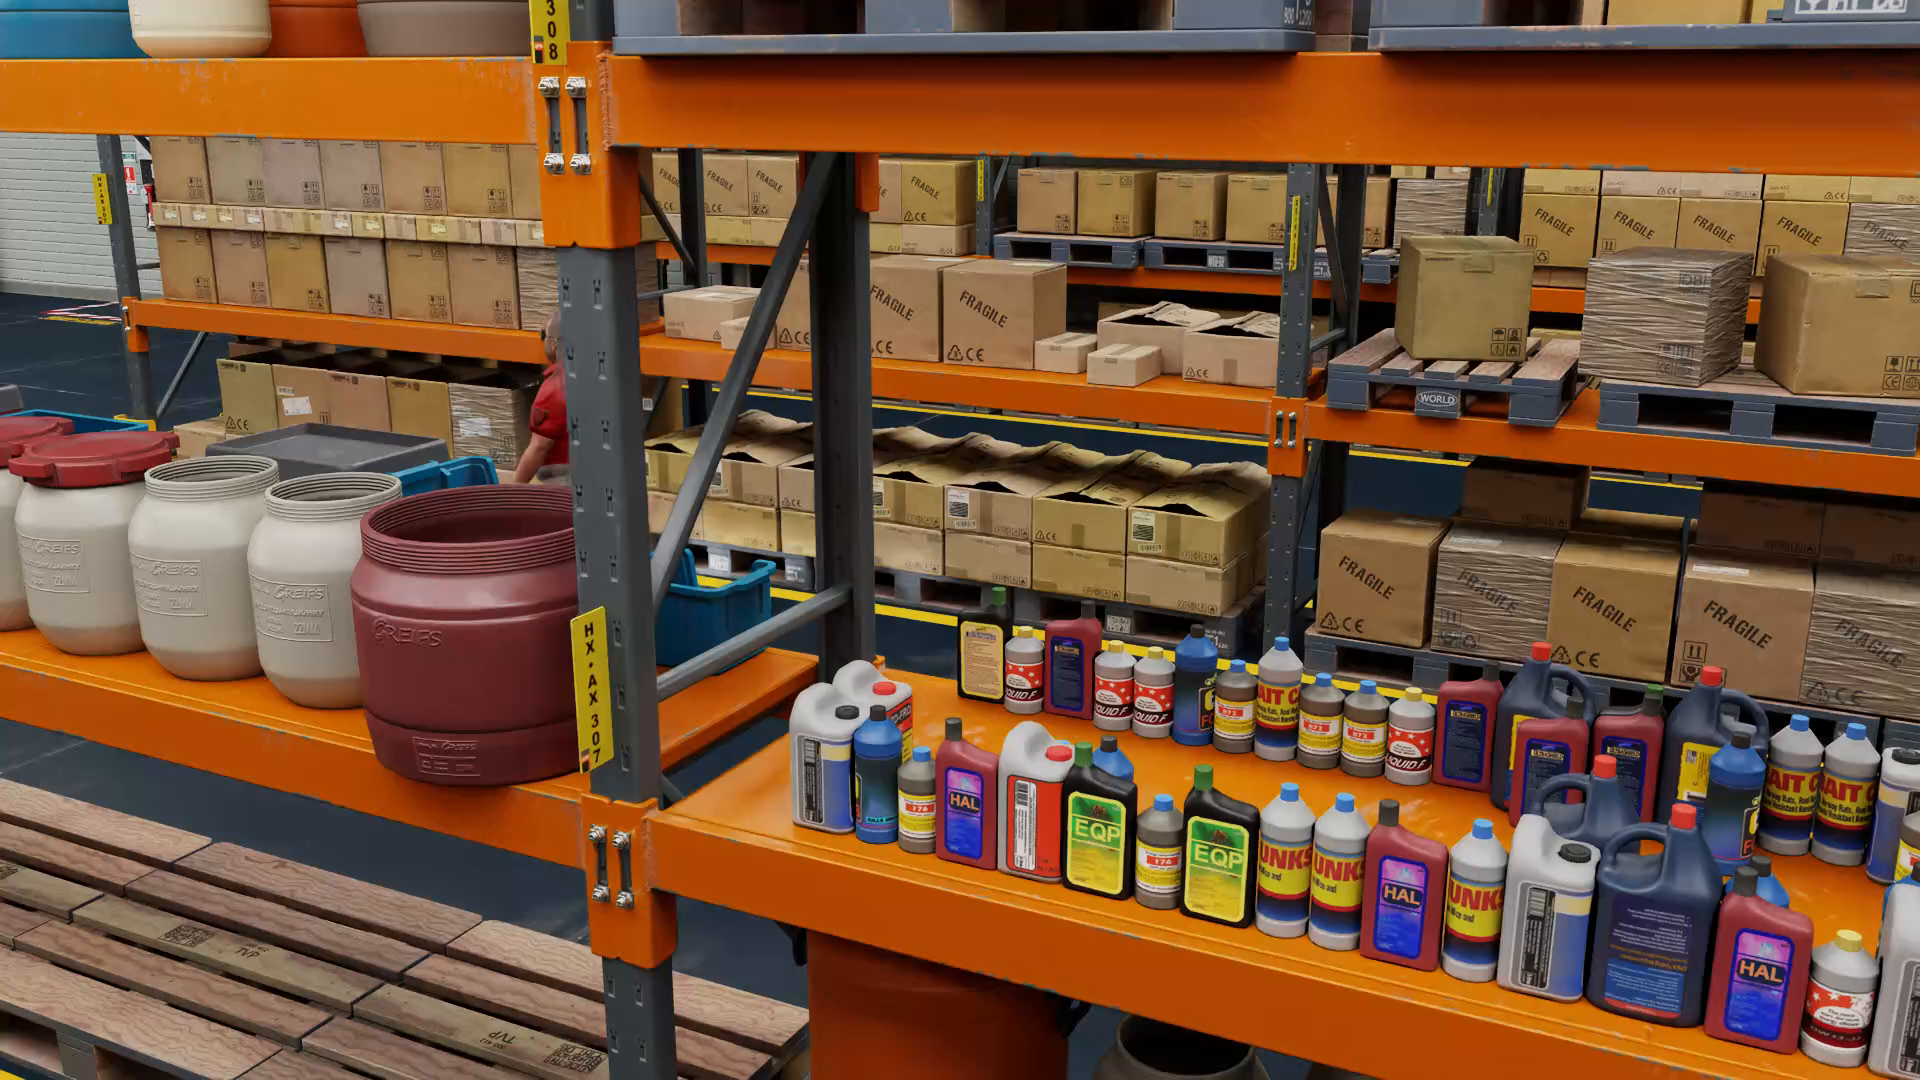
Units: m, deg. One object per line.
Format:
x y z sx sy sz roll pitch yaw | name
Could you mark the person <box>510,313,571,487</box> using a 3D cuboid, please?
-1.868 -0.247 7.913 1.067 1.665 0.563 3 16 12 | person
